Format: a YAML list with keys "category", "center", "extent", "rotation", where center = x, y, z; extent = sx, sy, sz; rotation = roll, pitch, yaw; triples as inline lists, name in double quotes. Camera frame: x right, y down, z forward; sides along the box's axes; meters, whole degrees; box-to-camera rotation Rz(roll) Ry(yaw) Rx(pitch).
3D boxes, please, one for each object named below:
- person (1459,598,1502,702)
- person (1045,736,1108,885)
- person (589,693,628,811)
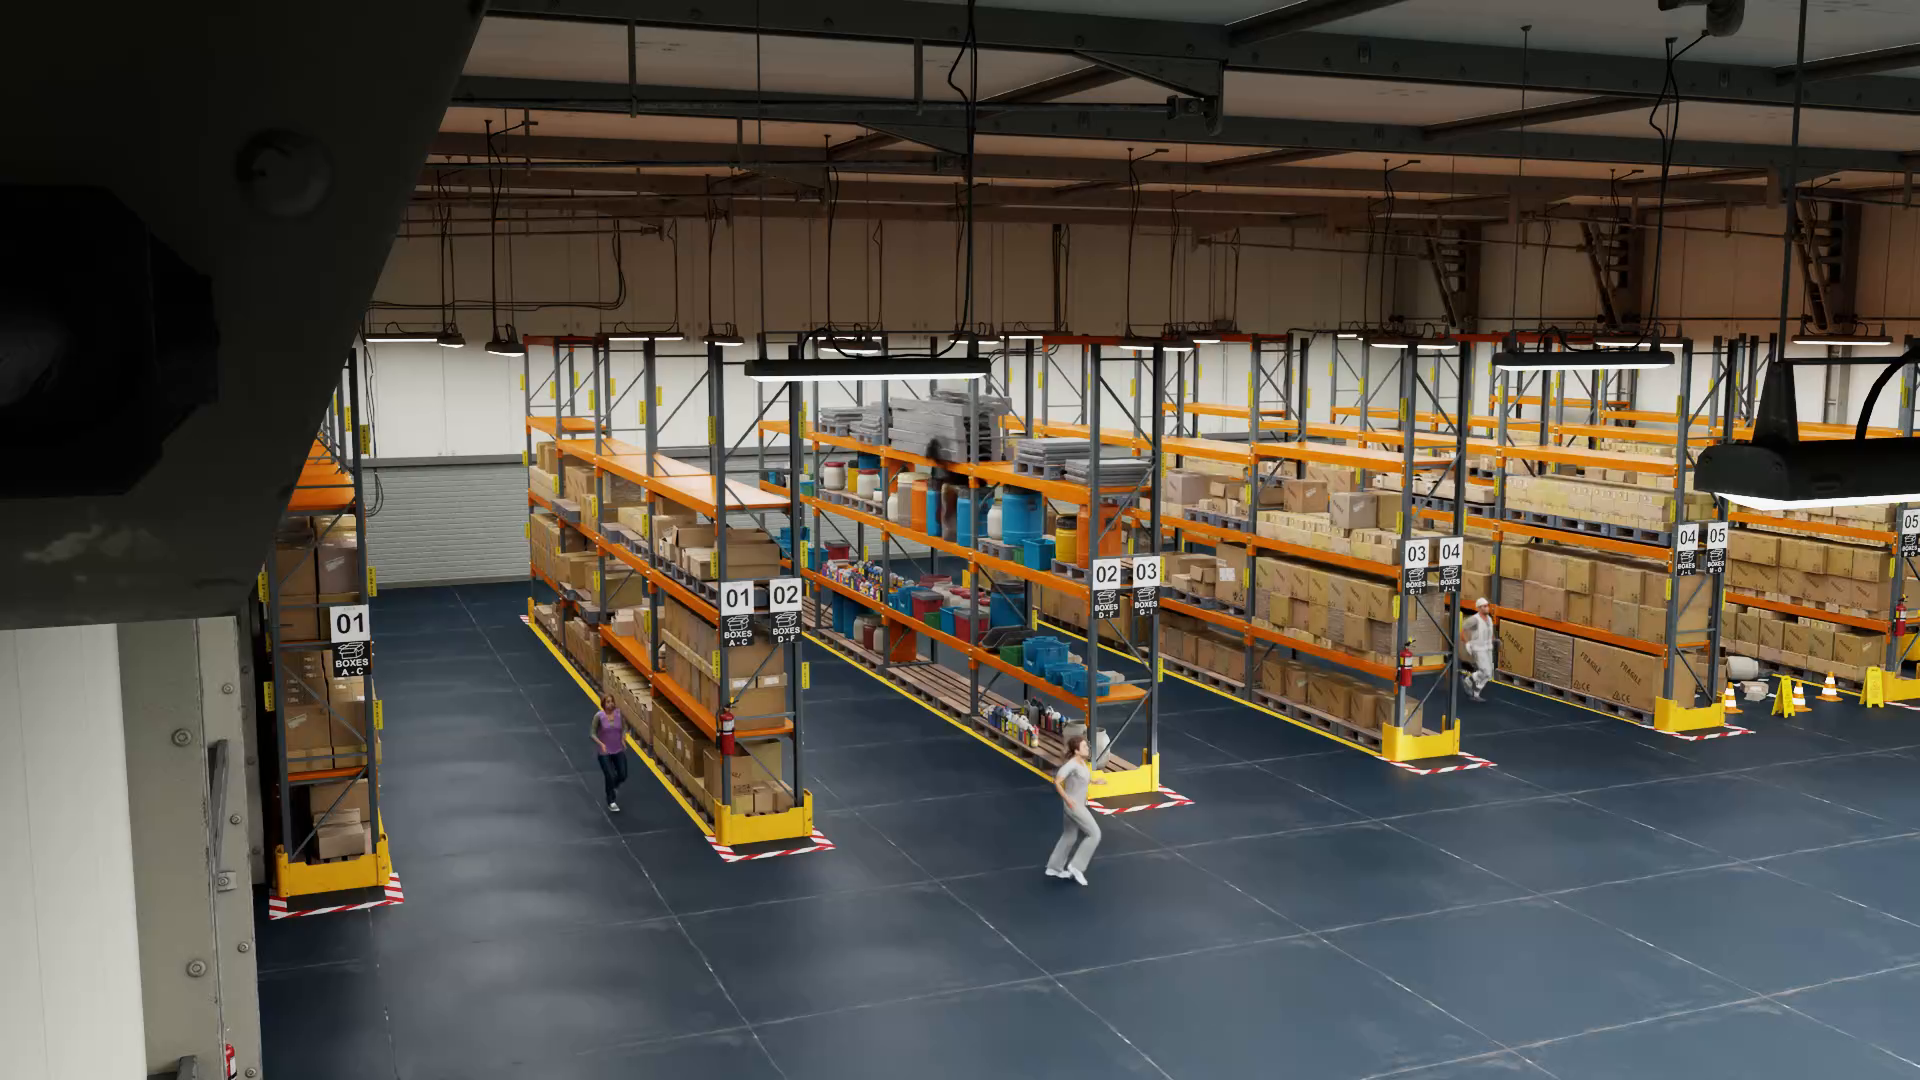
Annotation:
- category: "person"
  center: [8.631, 1.826, 27.440]
  extent: [0.656, 1.739, 0.587]
  rotation: [-5, 9, -34]
- category: "person"
  center: [1.317, 3.037, 18.747]
  extent: [0.697, 1.695, 0.538]
  rotation: [1, 8, 7]
- category: "person"
  center: [-4.493, 2.727, 21.387]
  extent: [0.512, 1.554, 0.530]
  rotation: [-4, 9, -29]
